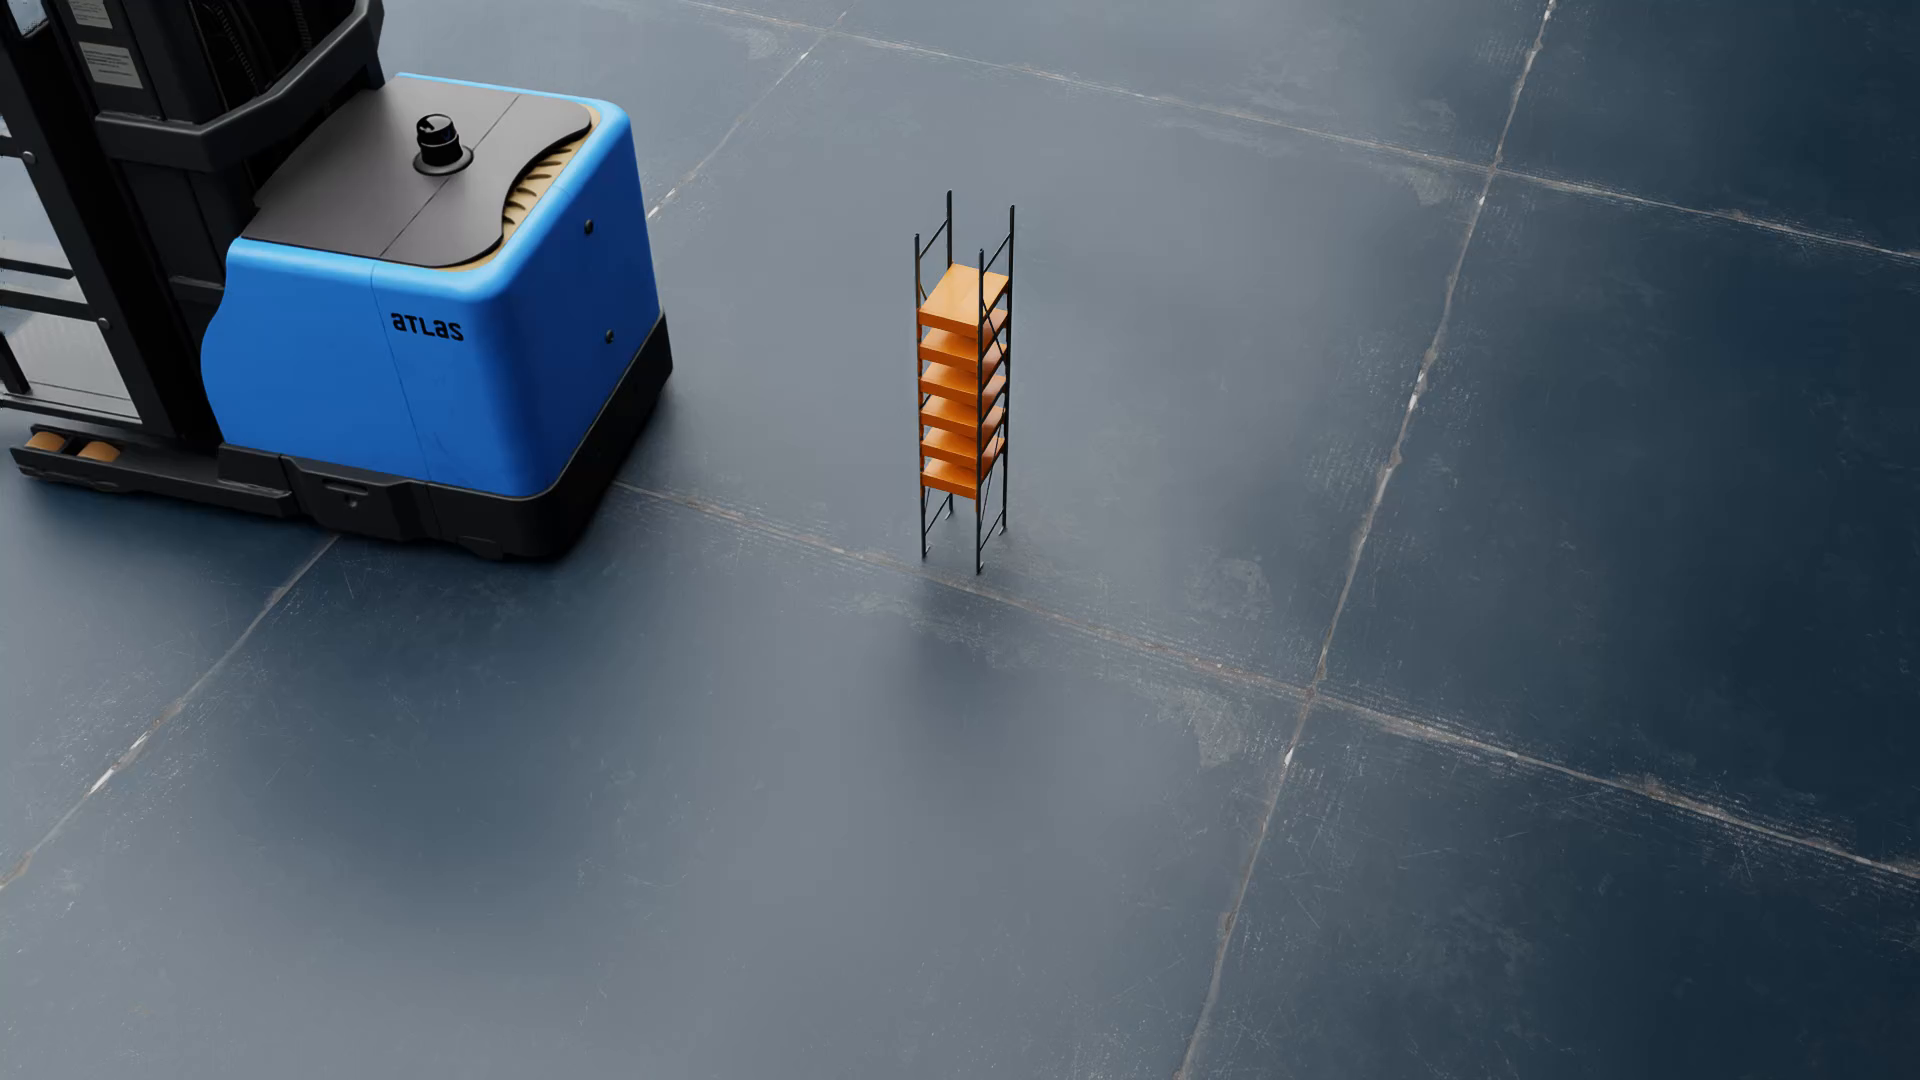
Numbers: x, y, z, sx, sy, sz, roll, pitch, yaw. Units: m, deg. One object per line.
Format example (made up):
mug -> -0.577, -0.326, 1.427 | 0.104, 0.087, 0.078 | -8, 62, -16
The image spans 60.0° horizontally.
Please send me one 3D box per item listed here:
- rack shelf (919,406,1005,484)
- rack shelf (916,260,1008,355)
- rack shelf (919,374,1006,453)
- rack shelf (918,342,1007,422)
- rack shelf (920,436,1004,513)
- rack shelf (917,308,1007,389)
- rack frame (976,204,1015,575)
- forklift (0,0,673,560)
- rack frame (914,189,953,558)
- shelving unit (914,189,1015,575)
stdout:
rack shelf -> 0.013, -0.305, 4.939 | 0.180, 0.103, 0.258 | 16, 47, 16
rack shelf -> 0.013, -0.645, 4.600 | 0.180, 0.103, 0.258 | 16, 47, 16
rack shelf -> 0.013, -0.390, 4.854 | 0.180, 0.103, 0.258 | 16, 47, 16
rack shelf -> 0.013, -0.475, 4.770 | 0.180, 0.103, 0.258 | 16, 47, 16
rack shelf -> 0.013, -0.220, 5.023 | 0.180, 0.103, 0.258 | 16, 47, 16
rack shelf -> 0.013, -0.560, 4.685 | 0.180, 0.103, 0.258 | 16, 47, 16
rack frame -> 0.098, -0.397, 4.798 | 0.006, 1.200, 0.240 | 16, 47, 16
forklift -> -2.566, -1.544, 4.724 | 3.031, 2.935, 1.130 | 10, 46, 10
rack frame -> -0.071, -0.446, 4.848 | 0.006, 1.200, 0.240 | 16, 47, 16
shelving unit -> 0.013, -0.421, 4.823 | 0.189, 1.200, 0.258 | 16, 47, 16
